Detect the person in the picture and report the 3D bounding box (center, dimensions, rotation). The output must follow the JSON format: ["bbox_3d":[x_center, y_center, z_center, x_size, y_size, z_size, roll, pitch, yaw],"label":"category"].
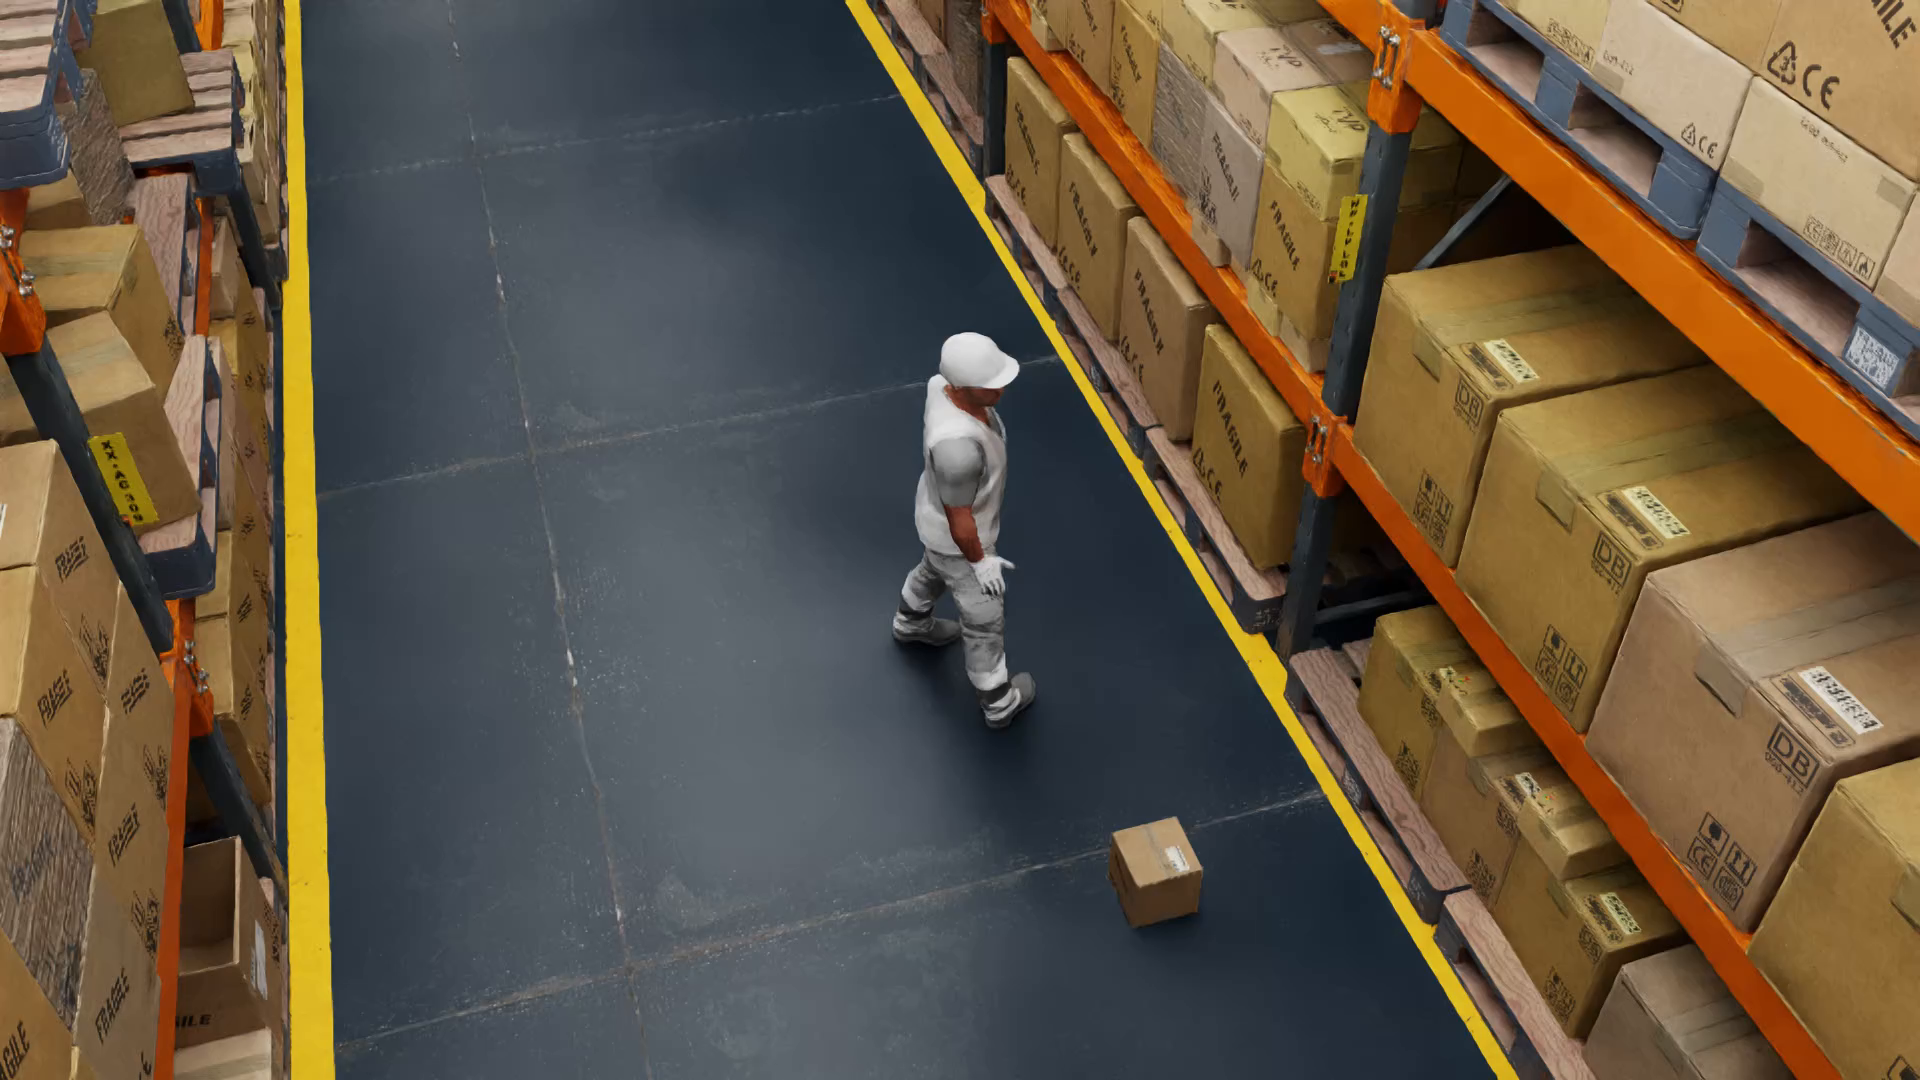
[{"bbox_3d":[0.015,-0.088,6.242,0.569,1.780,0.650,-3,42,-3],"label":"person"}]
